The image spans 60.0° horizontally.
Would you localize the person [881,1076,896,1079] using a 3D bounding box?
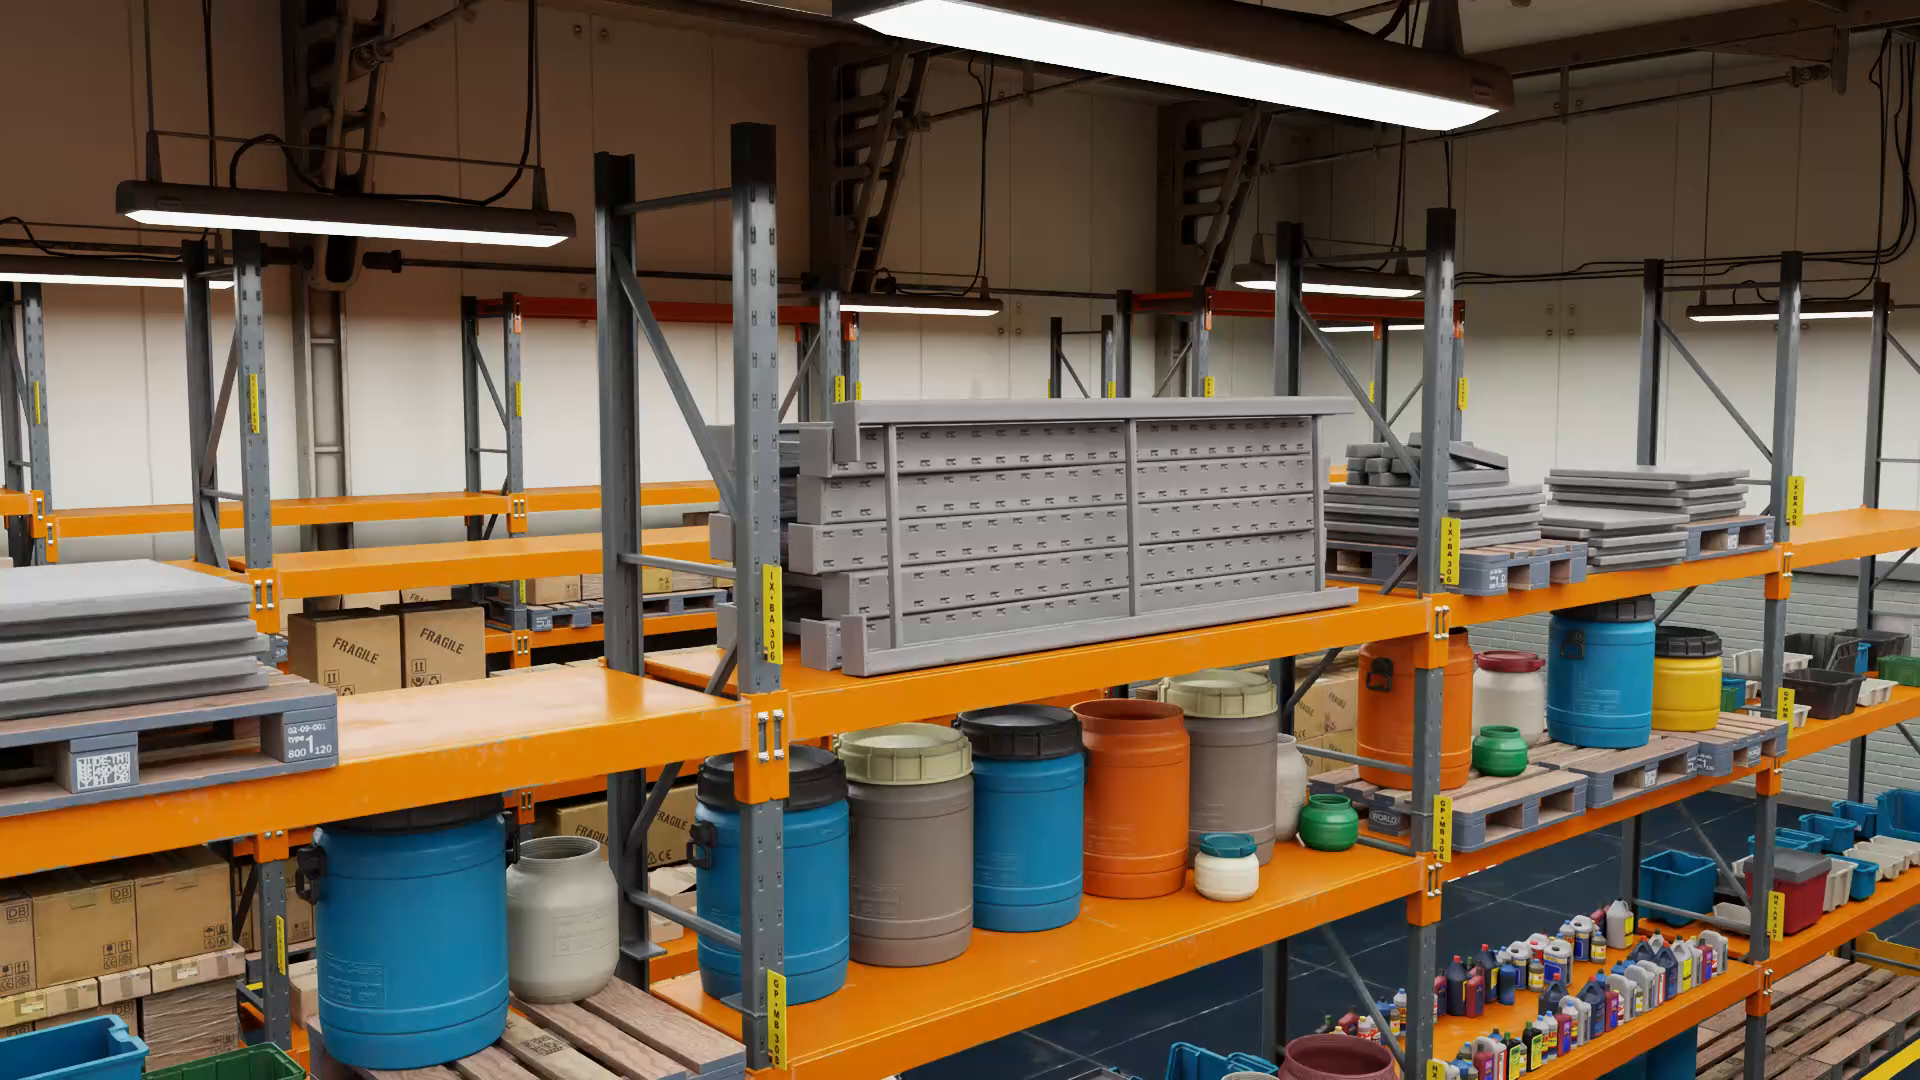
[{"bbox_3d":[-0.636,3.477,9.300,0.581,1.622,0.500,5,7,41],"label":"person"}]
